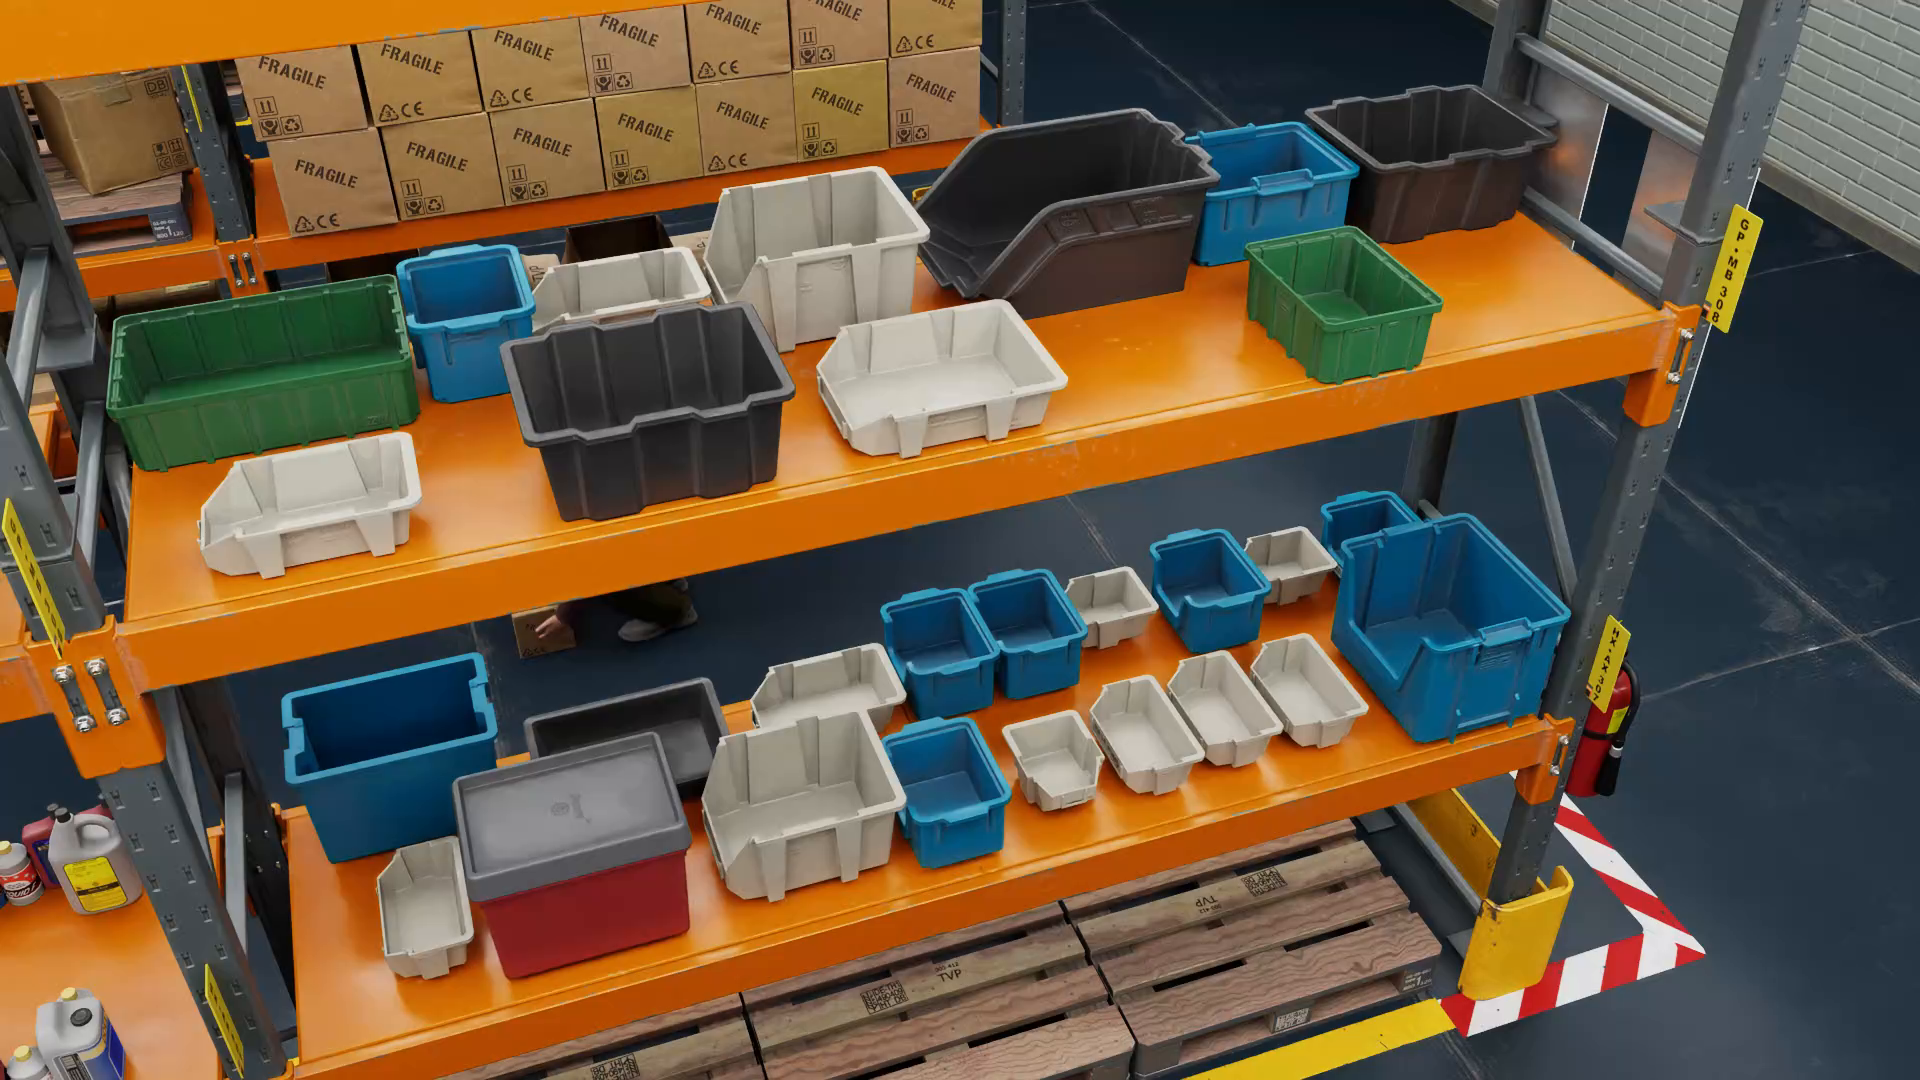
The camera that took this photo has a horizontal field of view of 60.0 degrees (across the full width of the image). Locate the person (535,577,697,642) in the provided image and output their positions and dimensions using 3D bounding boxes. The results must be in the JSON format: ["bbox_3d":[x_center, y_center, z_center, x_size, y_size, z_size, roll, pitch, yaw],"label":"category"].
[{"bbox_3d":[-1.548,-0.010,7.475,0.904,0.976,0.609,-13,39,-16],"label":"person"}]
